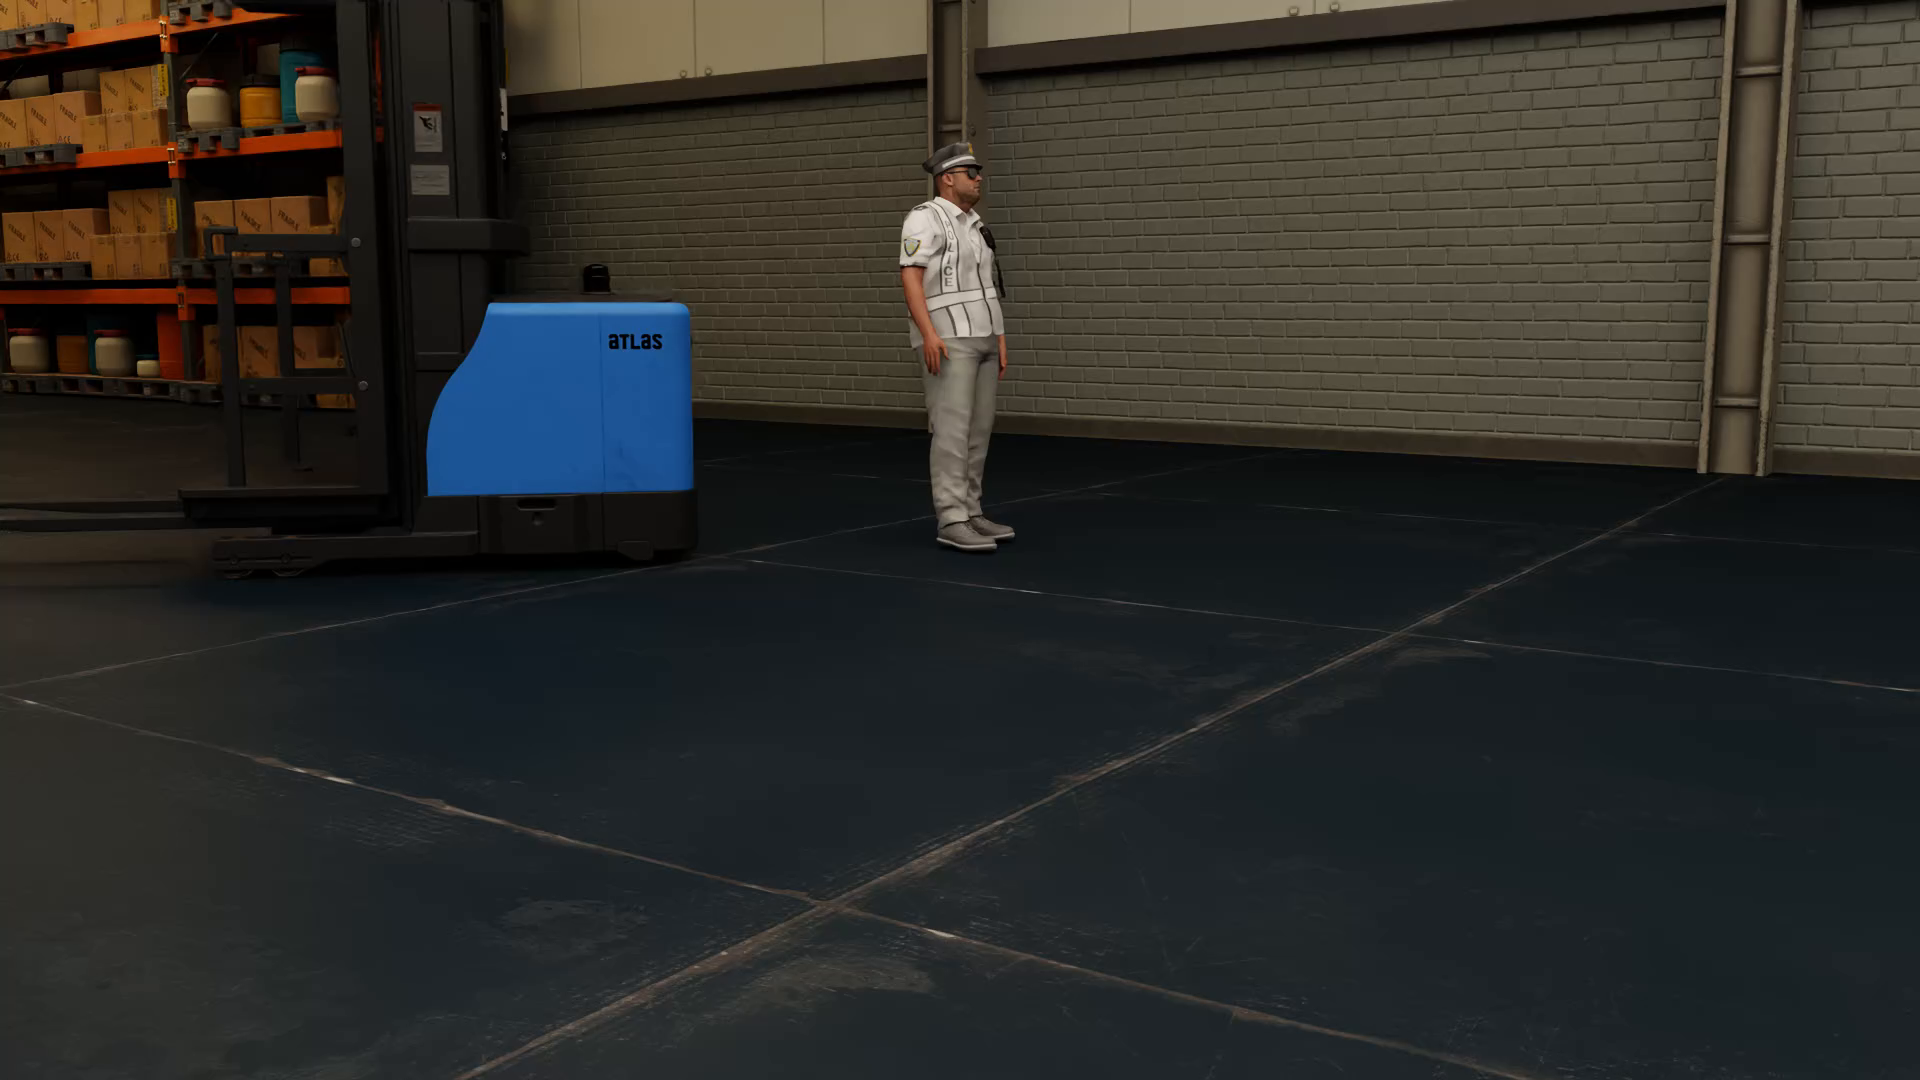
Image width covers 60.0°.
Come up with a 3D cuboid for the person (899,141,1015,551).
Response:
[{"bbox_3d":[0.058,-0.882,7.424,0.575,1.781,0.640,5,10,34],"label":"person"}]

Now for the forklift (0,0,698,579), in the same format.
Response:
[{"bbox_3d":[-2.655,-1.379,6.888,3.031,2.935,1.130,-1,8,-10],"label":"forklift"}]
